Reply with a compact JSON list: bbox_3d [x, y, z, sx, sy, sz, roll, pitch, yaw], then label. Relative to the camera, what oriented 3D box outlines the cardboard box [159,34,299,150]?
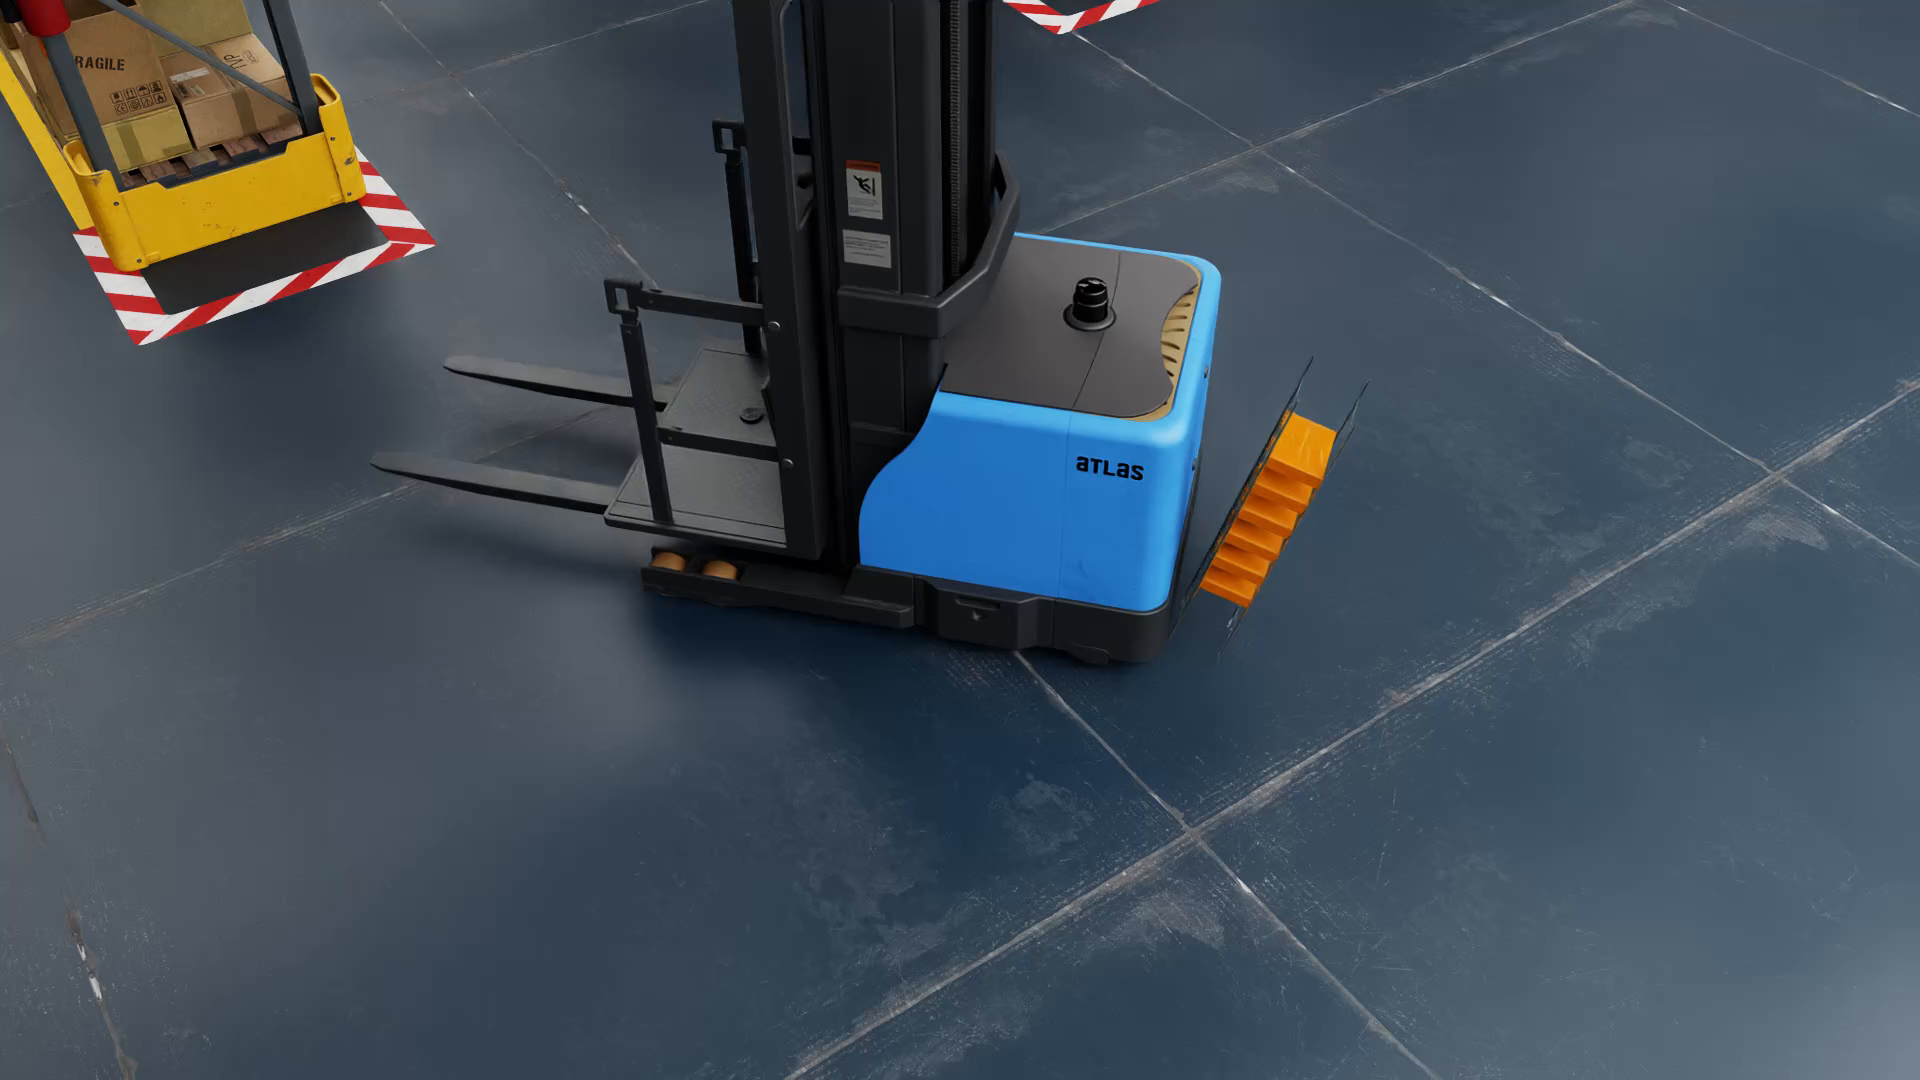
[{"bbox_3d":[-3.545,-2.170,8.038,0.500,0.250,0.500,-26,49,-24],"label":"cardboard box"}]

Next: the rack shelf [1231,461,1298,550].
[{"bbox_3d":[1.005,-0.116,5.389,0.180,0.103,0.258,24,47,4],"label":"rack shelf"}]

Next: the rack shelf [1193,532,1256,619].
[{"bbox_3d":[0.921,0.115,5.651,0.180,0.103,0.258,24,47,4],"label":"rack shelf"}]

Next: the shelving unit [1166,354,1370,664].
[{"bbox_3d":[0.988,-0.067,5.444,0.189,1.200,0.258,24,47,4],"label":"shelving unit"}]

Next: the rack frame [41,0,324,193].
[{"bbox_3d":[-3.421,-2.622,6.824,1.000,3.000,0.127,-26,49,-24],"label":"rack frame"}]

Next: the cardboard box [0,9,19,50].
[{"bbox_3d":[-4.556,-2.797,8.151,0.500,0.500,0.500,-26,49,-24],"label":"cardboard box"}]

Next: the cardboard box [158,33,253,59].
[{"bbox_3d":[-3.835,-2.452,8.334,0.500,0.250,0.500,-26,49,-24],"label":"cardboard box"}]

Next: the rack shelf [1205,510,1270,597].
[{"bbox_3d":[0.949,0.038,5.564,0.180,0.103,0.258,24,47,4],"label":"rack shelf"}]

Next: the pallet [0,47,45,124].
[{"bbox_3d":[-4.587,-2.720,8.946,1.003,0.211,1.213,-26,49,-24],"label":"pallet"}]

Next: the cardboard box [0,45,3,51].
[{"bbox_3d":[-4.838,-2.811,8.709,0.500,0.250,0.500,-26,49,-24],"label":"cardboard box"}]

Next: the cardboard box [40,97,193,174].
[{"bbox_3d":[-3.970,-1.966,7.824,0.500,0.250,0.500,-26,49,-24],"label":"cardboard box"}]

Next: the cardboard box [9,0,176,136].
[{"bbox_3d":[-3.972,-2.236,7.564,0.500,0.500,0.500,-26,49,-24],"label":"cardboard box"}]

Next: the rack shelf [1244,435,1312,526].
[{"bbox_3d":[1.033,-0.193,5.301,0.180,0.103,0.258,24,47,4],"label":"rack shelf"}]

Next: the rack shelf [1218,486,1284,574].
[{"bbox_3d":[0.977,-0.039,5.476,0.180,0.103,0.258,24,47,4],"label":"rack shelf"}]

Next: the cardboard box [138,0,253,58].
[{"bbox_3d":[-3.833,-2.724,8.075,0.500,0.500,0.500,-26,49,-24],"label":"cardboard box"}]

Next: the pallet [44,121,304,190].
[{"bbox_3d":[-3.893,-2.030,8.223,1.003,0.211,1.213,-26,49,-24],"label":"pallet"}]

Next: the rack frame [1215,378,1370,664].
[{"bbox_3d":[1.071,-0.030,5.438,0.006,1.200,0.240,24,47,4],"label":"rack frame"}]

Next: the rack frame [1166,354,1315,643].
[{"bbox_3d":[0.904,-0.104,5.450,0.006,1.200,0.240,24,47,4],"label":"rack frame"}]

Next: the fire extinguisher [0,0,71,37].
[{"bbox_3d":[-3.735,-2.343,6.588,0.296,0.674,0.183,-26,49,-24],"label":"fire extinguisher"}]

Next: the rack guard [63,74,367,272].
[{"bbox_3d":[-3.407,-1.704,7.673,1.175,0.500,0.348,-26,49,-24],"label":"rack guard"}]

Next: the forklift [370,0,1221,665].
[{"bbox_3d":[-0.664,-1.167,5.350,3.031,2.935,1.130,9,44,10],"label":"forklift"}]

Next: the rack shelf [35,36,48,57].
[{"bbox_3d":[-4.565,-3.494,8.259,1.077,0.370,4.000,-26,49,-24],"label":"rack shelf"}]

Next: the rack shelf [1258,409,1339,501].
[{"bbox_3d":[1.061,-0.270,5.214,0.180,0.103,0.258,24,47,4],"label":"rack shelf"}]

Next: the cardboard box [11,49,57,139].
[{"bbox_3d":[-4.266,-2.244,8.116,0.500,0.250,0.500,-26,49,-24],"label":"cardboard box"}]

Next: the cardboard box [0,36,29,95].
[{"bbox_3d":[-4.554,-2.527,8.412,0.500,0.250,0.500,-26,49,-24],"label":"cardboard box"}]
